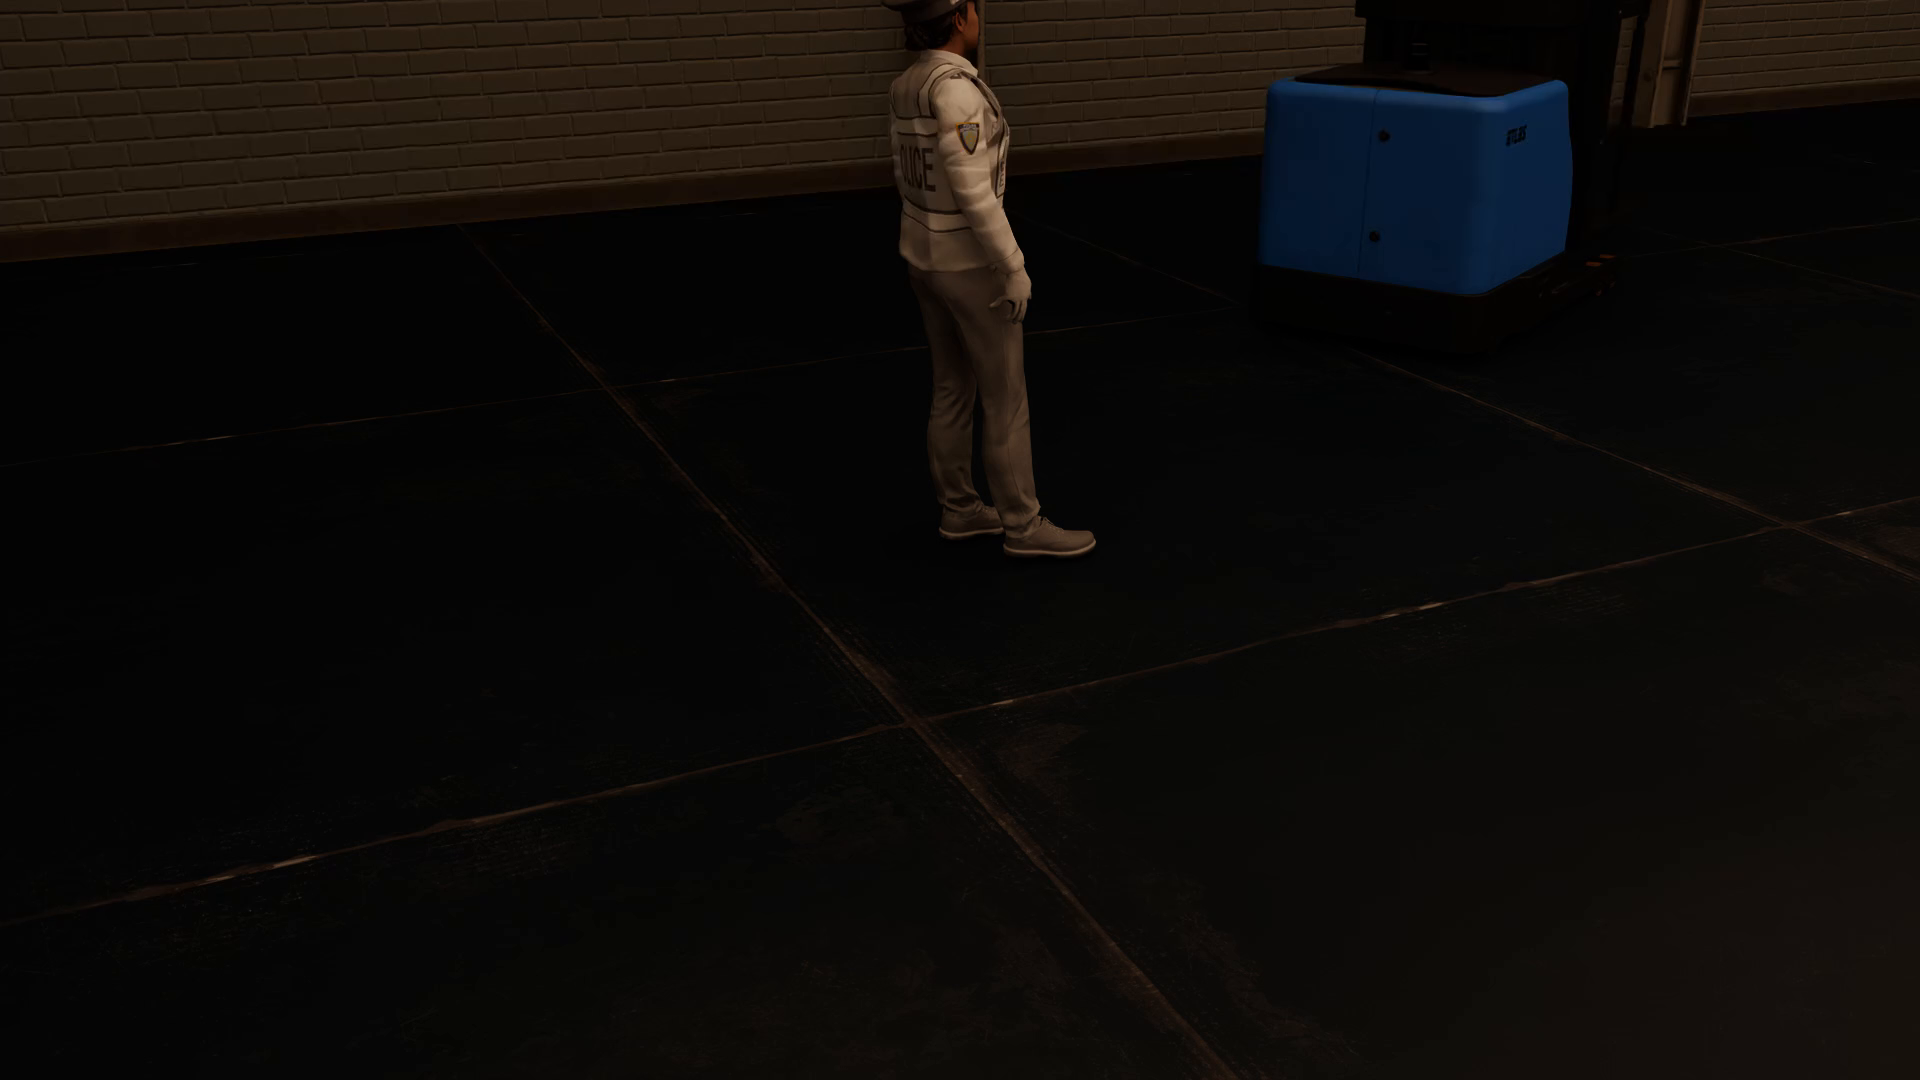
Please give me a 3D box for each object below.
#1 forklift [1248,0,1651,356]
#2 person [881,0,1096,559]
[{"bbox_3d":[2.550,-2.608,7.565,1.130,2.935,3.031,16,27,34],"label":"forklift"},{"bbox_3d":[0.065,-0.798,4.800,0.531,1.695,0.587,-10,25,-23],"label":"person"}]
